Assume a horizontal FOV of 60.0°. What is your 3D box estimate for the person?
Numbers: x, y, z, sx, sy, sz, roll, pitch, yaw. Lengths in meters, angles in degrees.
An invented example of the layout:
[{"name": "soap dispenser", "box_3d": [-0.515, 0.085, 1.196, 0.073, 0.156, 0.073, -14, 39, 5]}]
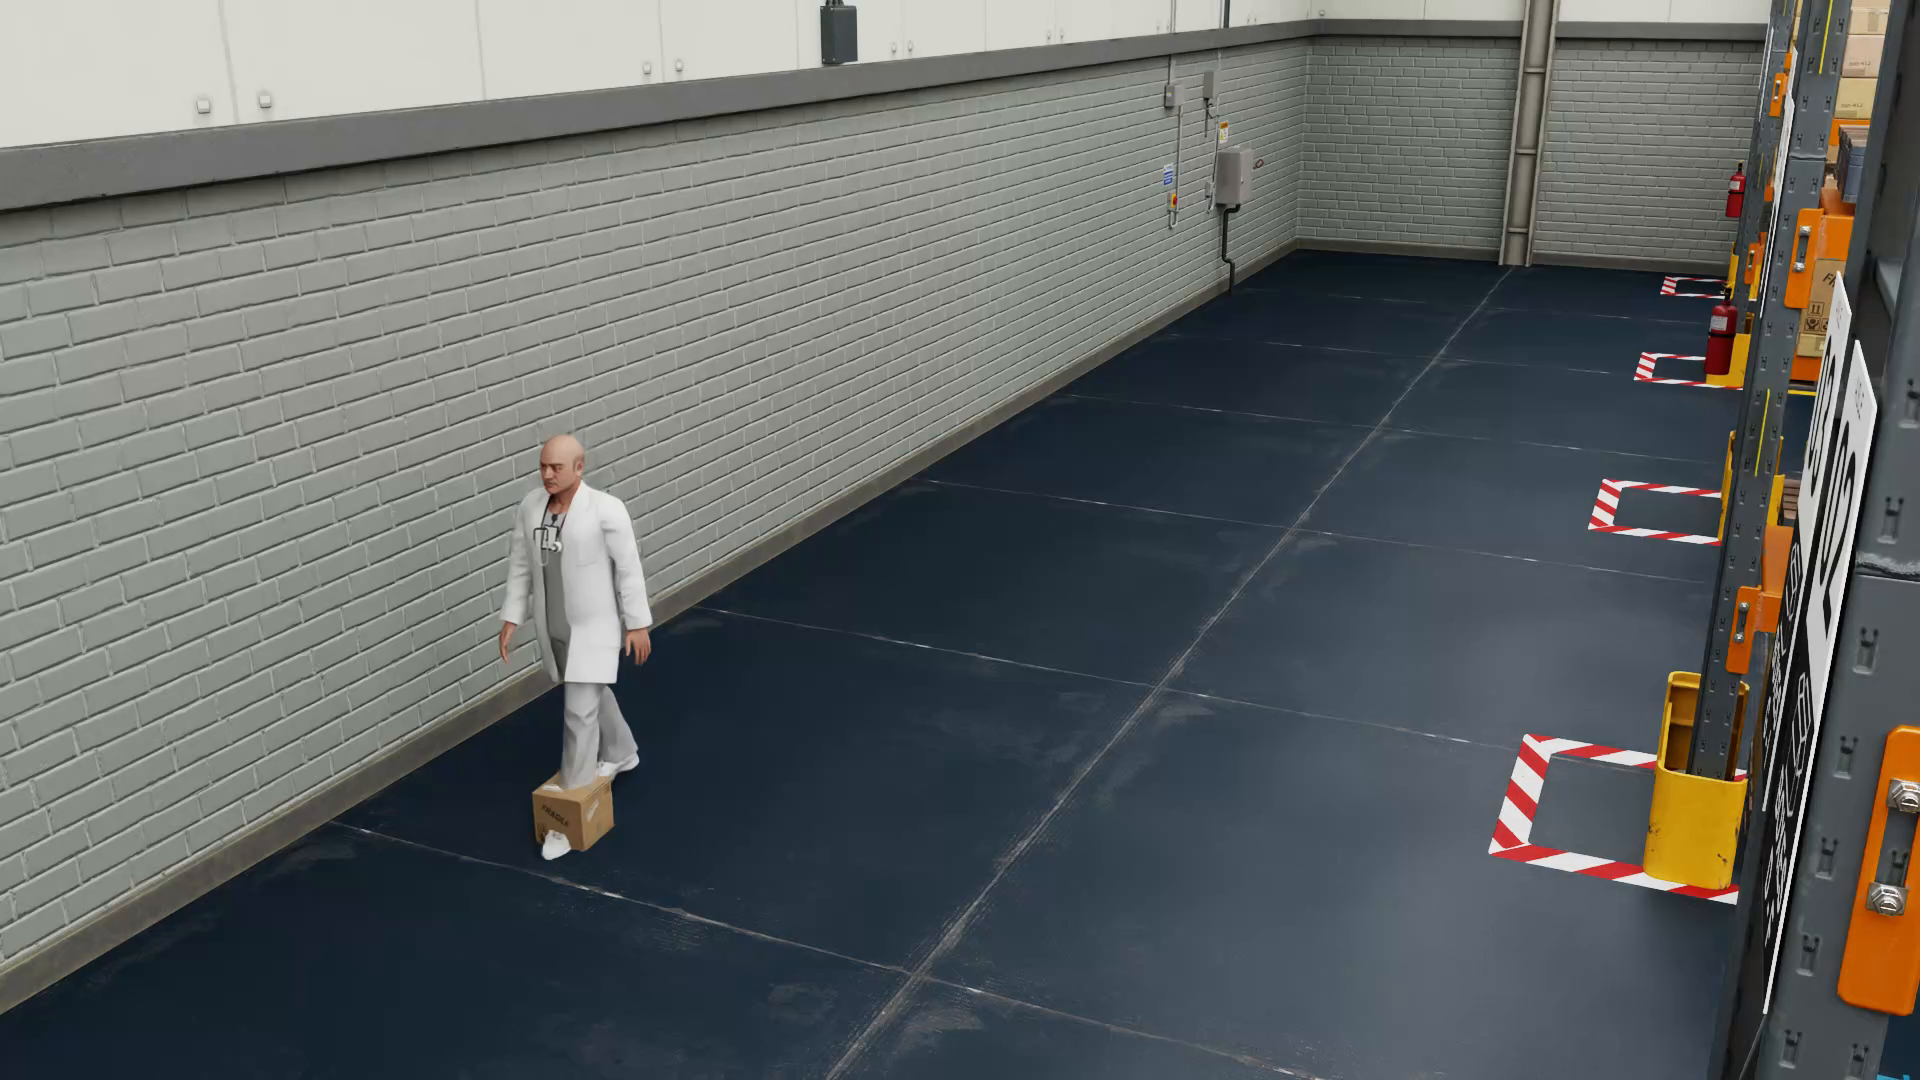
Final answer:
[{"name": "person", "box_3d": [-1.721, 0.419, 7.386, 0.631, 1.807, 0.877, 9, 21, 24]}]
